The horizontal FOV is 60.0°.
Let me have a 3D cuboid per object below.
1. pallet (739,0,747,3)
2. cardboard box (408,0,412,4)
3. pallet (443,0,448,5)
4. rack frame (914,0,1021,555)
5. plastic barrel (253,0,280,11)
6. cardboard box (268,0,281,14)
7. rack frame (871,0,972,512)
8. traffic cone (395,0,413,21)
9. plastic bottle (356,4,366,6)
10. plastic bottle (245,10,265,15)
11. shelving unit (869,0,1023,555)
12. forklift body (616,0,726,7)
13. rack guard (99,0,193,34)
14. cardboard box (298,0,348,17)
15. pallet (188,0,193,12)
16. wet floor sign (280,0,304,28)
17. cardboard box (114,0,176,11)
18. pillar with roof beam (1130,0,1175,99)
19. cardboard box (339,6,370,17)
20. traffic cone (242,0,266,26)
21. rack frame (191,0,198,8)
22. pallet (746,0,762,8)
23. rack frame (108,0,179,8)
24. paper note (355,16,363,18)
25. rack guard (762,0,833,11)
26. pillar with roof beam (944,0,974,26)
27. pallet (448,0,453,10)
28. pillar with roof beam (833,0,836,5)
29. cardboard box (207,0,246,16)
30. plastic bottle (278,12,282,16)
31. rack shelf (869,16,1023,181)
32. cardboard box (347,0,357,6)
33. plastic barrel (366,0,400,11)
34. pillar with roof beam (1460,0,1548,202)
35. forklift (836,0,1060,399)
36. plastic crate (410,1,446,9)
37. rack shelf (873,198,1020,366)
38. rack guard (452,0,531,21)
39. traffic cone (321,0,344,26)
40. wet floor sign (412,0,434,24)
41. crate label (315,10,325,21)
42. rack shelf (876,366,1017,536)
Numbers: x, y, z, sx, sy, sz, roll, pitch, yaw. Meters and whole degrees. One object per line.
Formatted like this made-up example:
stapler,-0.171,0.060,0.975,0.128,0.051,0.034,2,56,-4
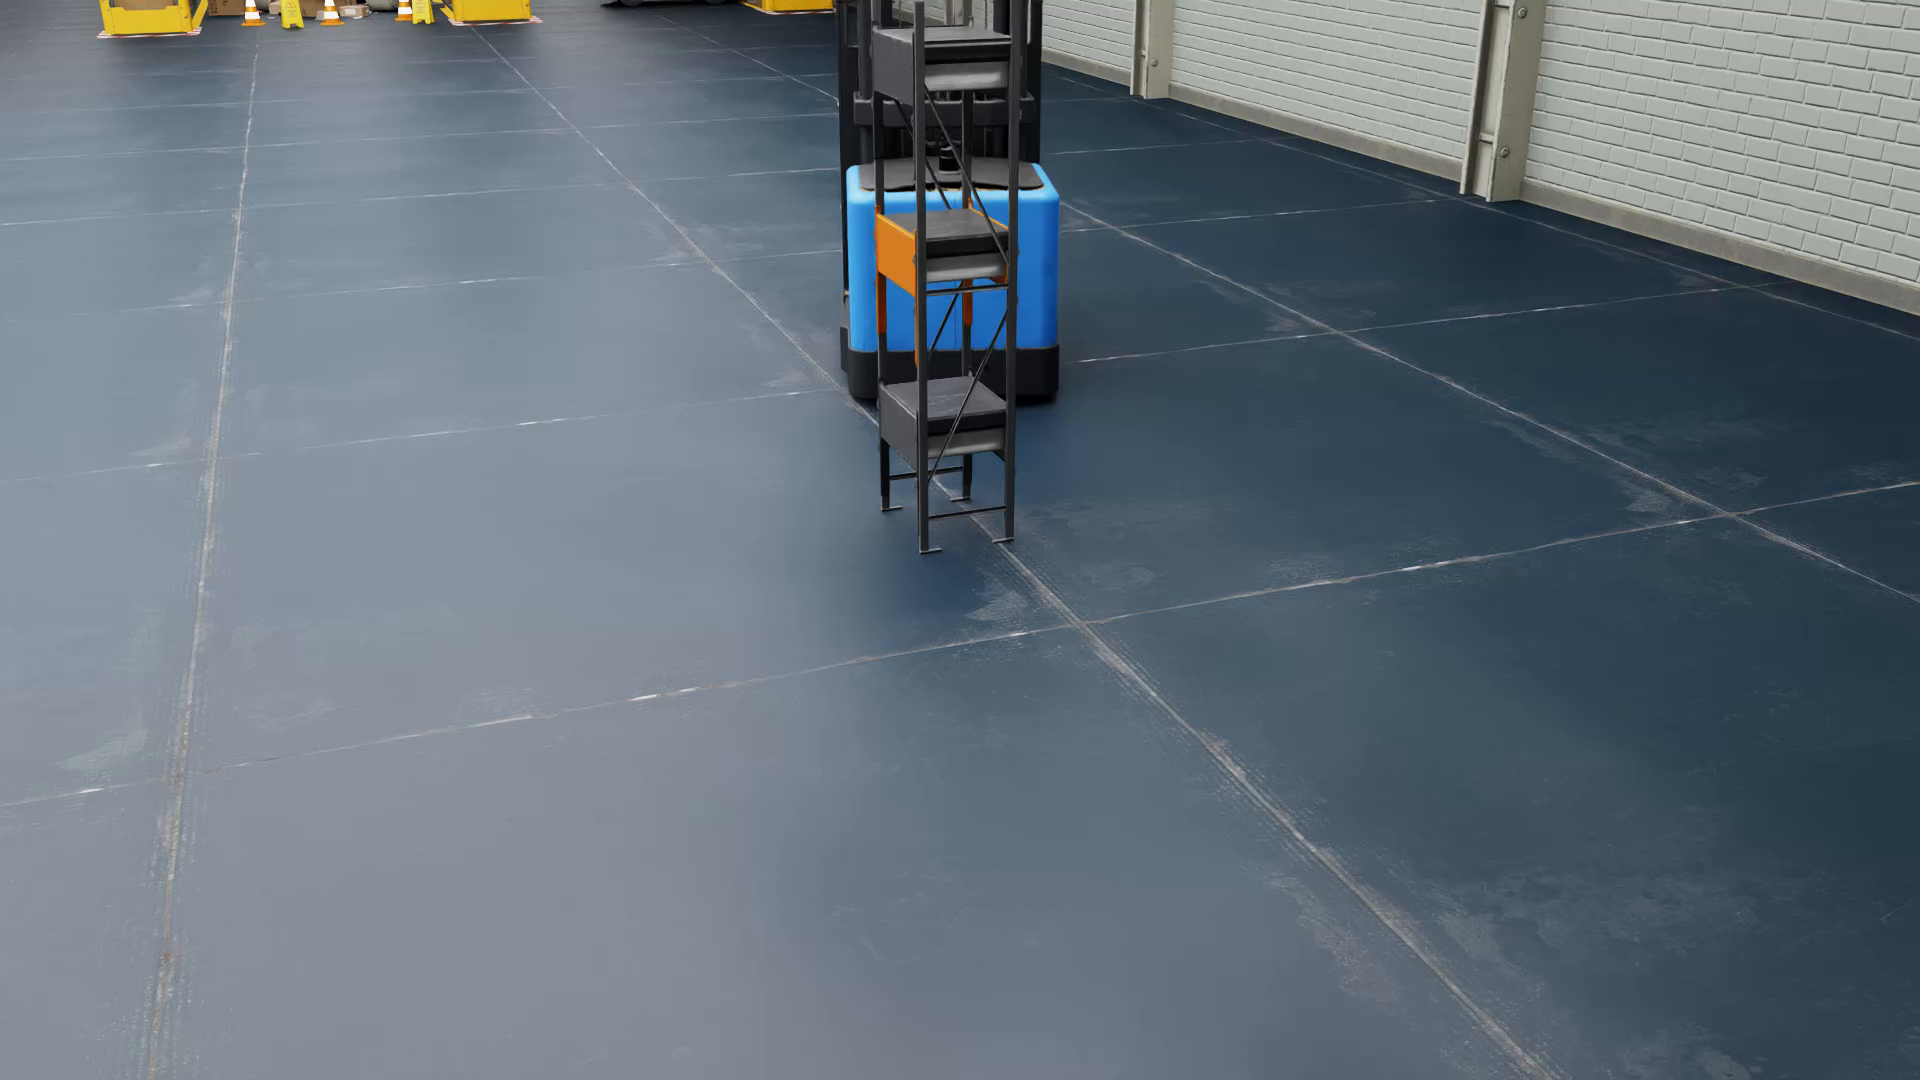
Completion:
pallet,-3.463,-9.719,29.538,1.003,0.211,1.213,-8,24,-19
cardboard box,-9.677,-9.334,28.248,0.500,0.500,0.500,8,24,18
pallet,-8.512,-9.536,29.104,1.003,0.211,1.213,-8,24,-19
rack frame,0.028,-0.939,6.275,0.400,2.100,0.015,-8,24,-19
plastic barrel,-11.541,-8.956,27.453,0.512,0.421,0.421,8,24,18
cardboard box,-11.047,-8.713,27.080,0.396,0.266,0.258,-4,23,-10
rack frame,-0.145,-1.116,6.695,0.400,2.100,0.015,-8,24,-19
traffic cone,-8.728,-8.417,26.125,0.336,0.463,0.334,-8,24,-19
plastic bottle,-10.081,-8.980,27.977,0.133,0.061,0.283,-4,23,-10
plastic bottle,-11.410,-8.532,26.913,0.283,0.061,0.133,-18,29,-37
shelving unit,-0.058,-1.028,6.485,0.431,2.100,0.503,-8,24,-19
forklift body,-5.103,-10.337,28.506,2.313,2.155,1.214,-8,24,-19
rack guard,-11.956,-7.731,24.448,1.175,0.500,0.348,-8,24,-19
cardboard box,-10.358,-8.748,26.856,0.637,0.503,0.797,12,26,27
pallet,-13.182,-8.773,27.292,1.003,0.211,1.213,-8,24,-19
wet floor sign,-10.102,-8.067,25.060,0.267,0.644,0.232,-13,26,-28
cardboard box,-12.266,-8.343,24.877,0.875,0.875,0.875,-8,24,-19
pillar with roof beam,-1.918,-8.480,15.283,9.100,9.000,0.400,-8,24,-19
cardboard box,-9.722,-8.492,26.707,0.380,0.149,0.250,4,23,9
traffic cone,-10.823,-8.110,25.396,0.336,0.463,0.334,-8,24,-19
rack frame,-13.377,-10.345,27.431,1.000,3.000,0.127,-8,24,-19
pallet,-3.036,-9.277,28.488,1.003,0.211,1.213,-8,24,-19
rack frame,-11.964,-8.891,23.983,1.000,3.000,0.127,-8,24,-19
paper note,-9.565,-8.309,26.425,0.148,0.019,0.142,-18,29,-37
rack guard,-2.718,-9.129,27.765,1.175,0.500,0.348,-8,24,-19
pillar with roof beam,-4.037,-10.660,20.455,9.100,9.000,0.400,-8,24,-19
pallet,-8.077,-9.092,28.050,1.003,0.211,1.213,-8,24,-19
pillar with roof beam,-6.157,-12.840,25.628,9.100,9.000,0.400,-8,24,-19
cardboard box,-11.869,-8.771,26.912,0.500,0.500,0.500,-4,23,-10
plastic bottle,-10.871,-8.459,26.741,0.133,0.061,0.283,-18,29,-37
rack shelf,-0.058,-1.660,6.218,0.431,0.518,0.480,-8,24,-19
cardboard box,-10.502,-9.210,28.260,0.396,0.266,0.258,12,26,27
plastic barrel,-9.515,-8.963,27.470,0.512,0.421,0.421,8,24,18
pillar with roof beam,0.202,-6.300,10.110,9.100,9.000,0.400,-8,24,-19
forklift,-0.128,-2.582,9.101,1.130,2.935,3.031,-2,23,-4
plastic crate,-8.995,-9.032,28.076,0.402,0.080,0.583,-18,29,-37
rack shelf,-0.058,-1.015,6.490,0.431,0.518,0.480,-8,24,-19
rack guard,-7.396,-8.483,26.232,1.175,0.500,0.348,-8,24,-19
traffic cone,-9.646,-8.141,25.470,0.336,0.463,0.334,-8,24,-19
wet floor sign,-8.303,-8.306,25.627,0.267,0.644,0.232,0,23,-1
crate label,-9.982,-8.268,26.191,0.298,0.136,0.250,18,29,36
rack shelf,-0.058,-0.370,6.762,0.431,0.518,0.480,-8,24,-19
